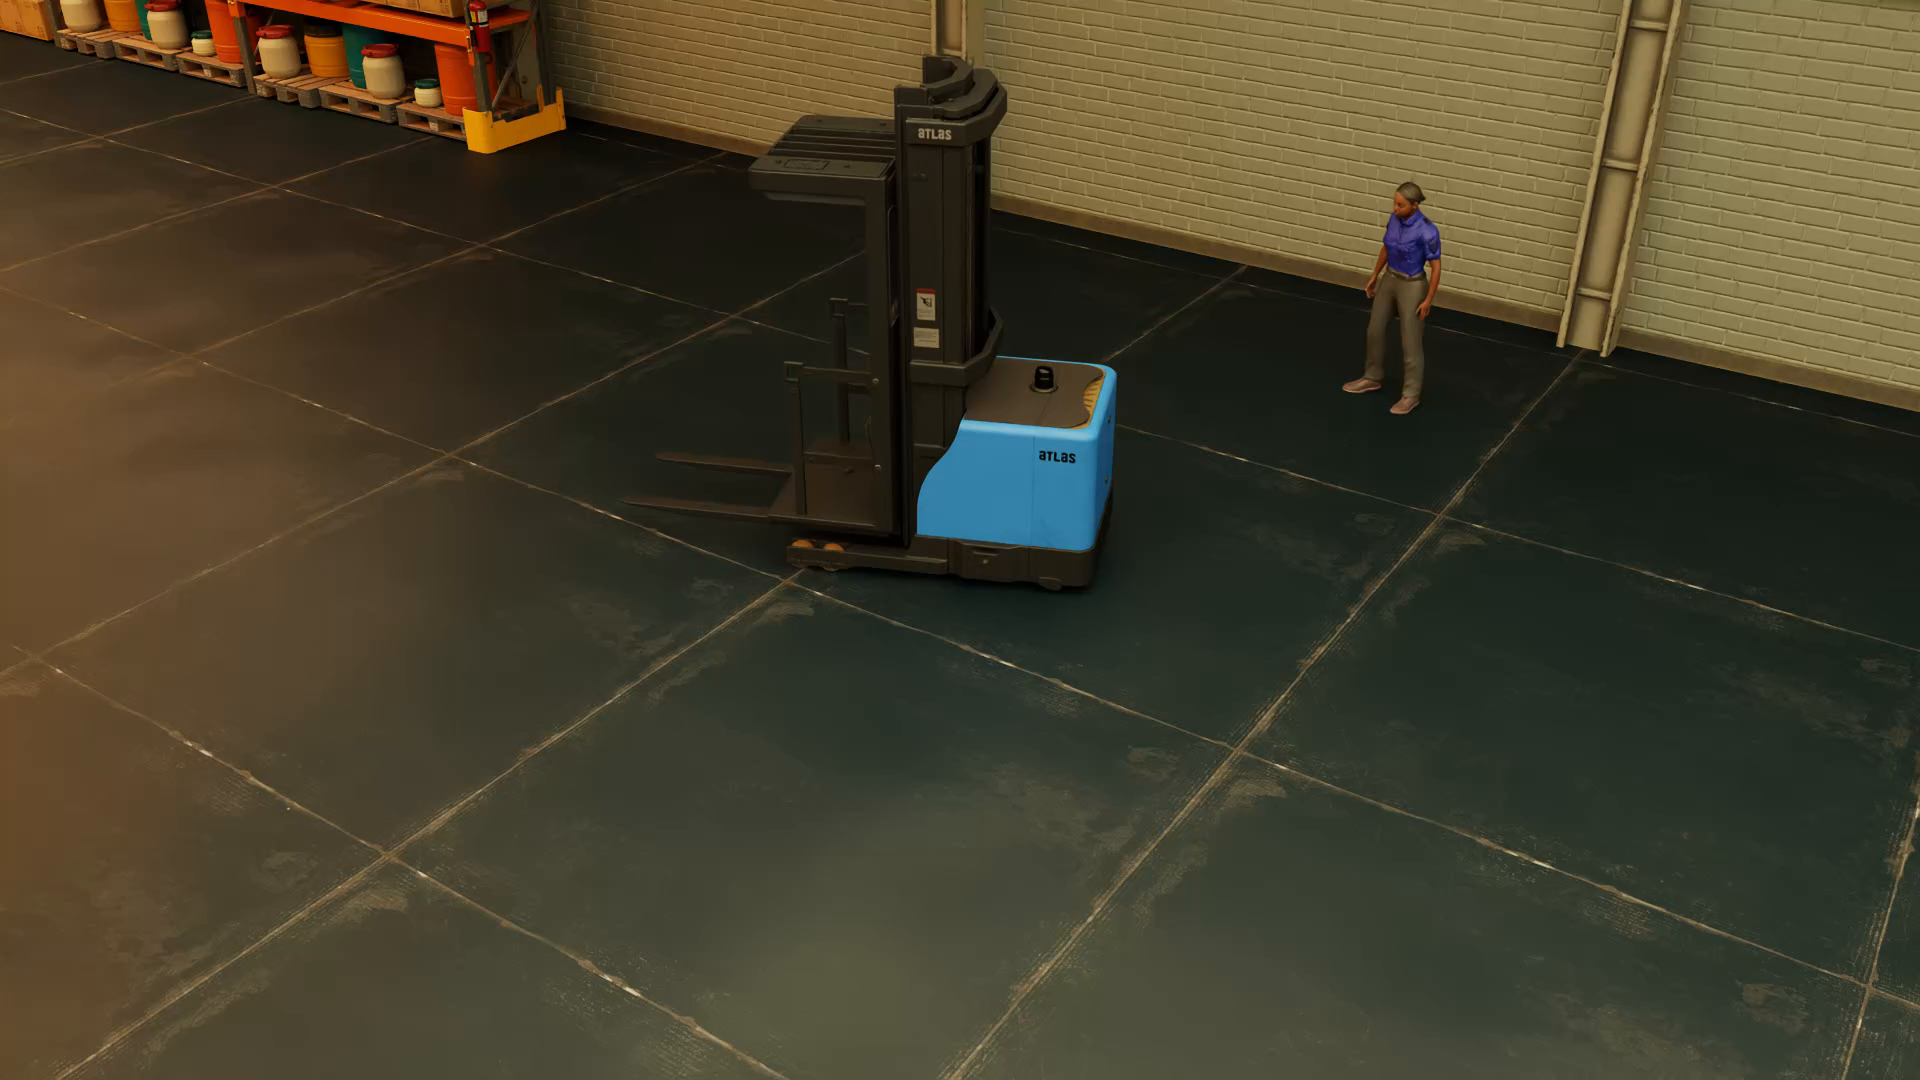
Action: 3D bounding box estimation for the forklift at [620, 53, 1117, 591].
[{"bbox_3d":[-0.596,-1.330,9.871,3.031,2.935,1.130,6,31,10],"label":"forklift"}]

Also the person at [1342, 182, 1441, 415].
[{"bbox_3d":[3.152,-1.769,11.905,0.395,1.661,0.590,-16,34,-26],"label":"person"}]
